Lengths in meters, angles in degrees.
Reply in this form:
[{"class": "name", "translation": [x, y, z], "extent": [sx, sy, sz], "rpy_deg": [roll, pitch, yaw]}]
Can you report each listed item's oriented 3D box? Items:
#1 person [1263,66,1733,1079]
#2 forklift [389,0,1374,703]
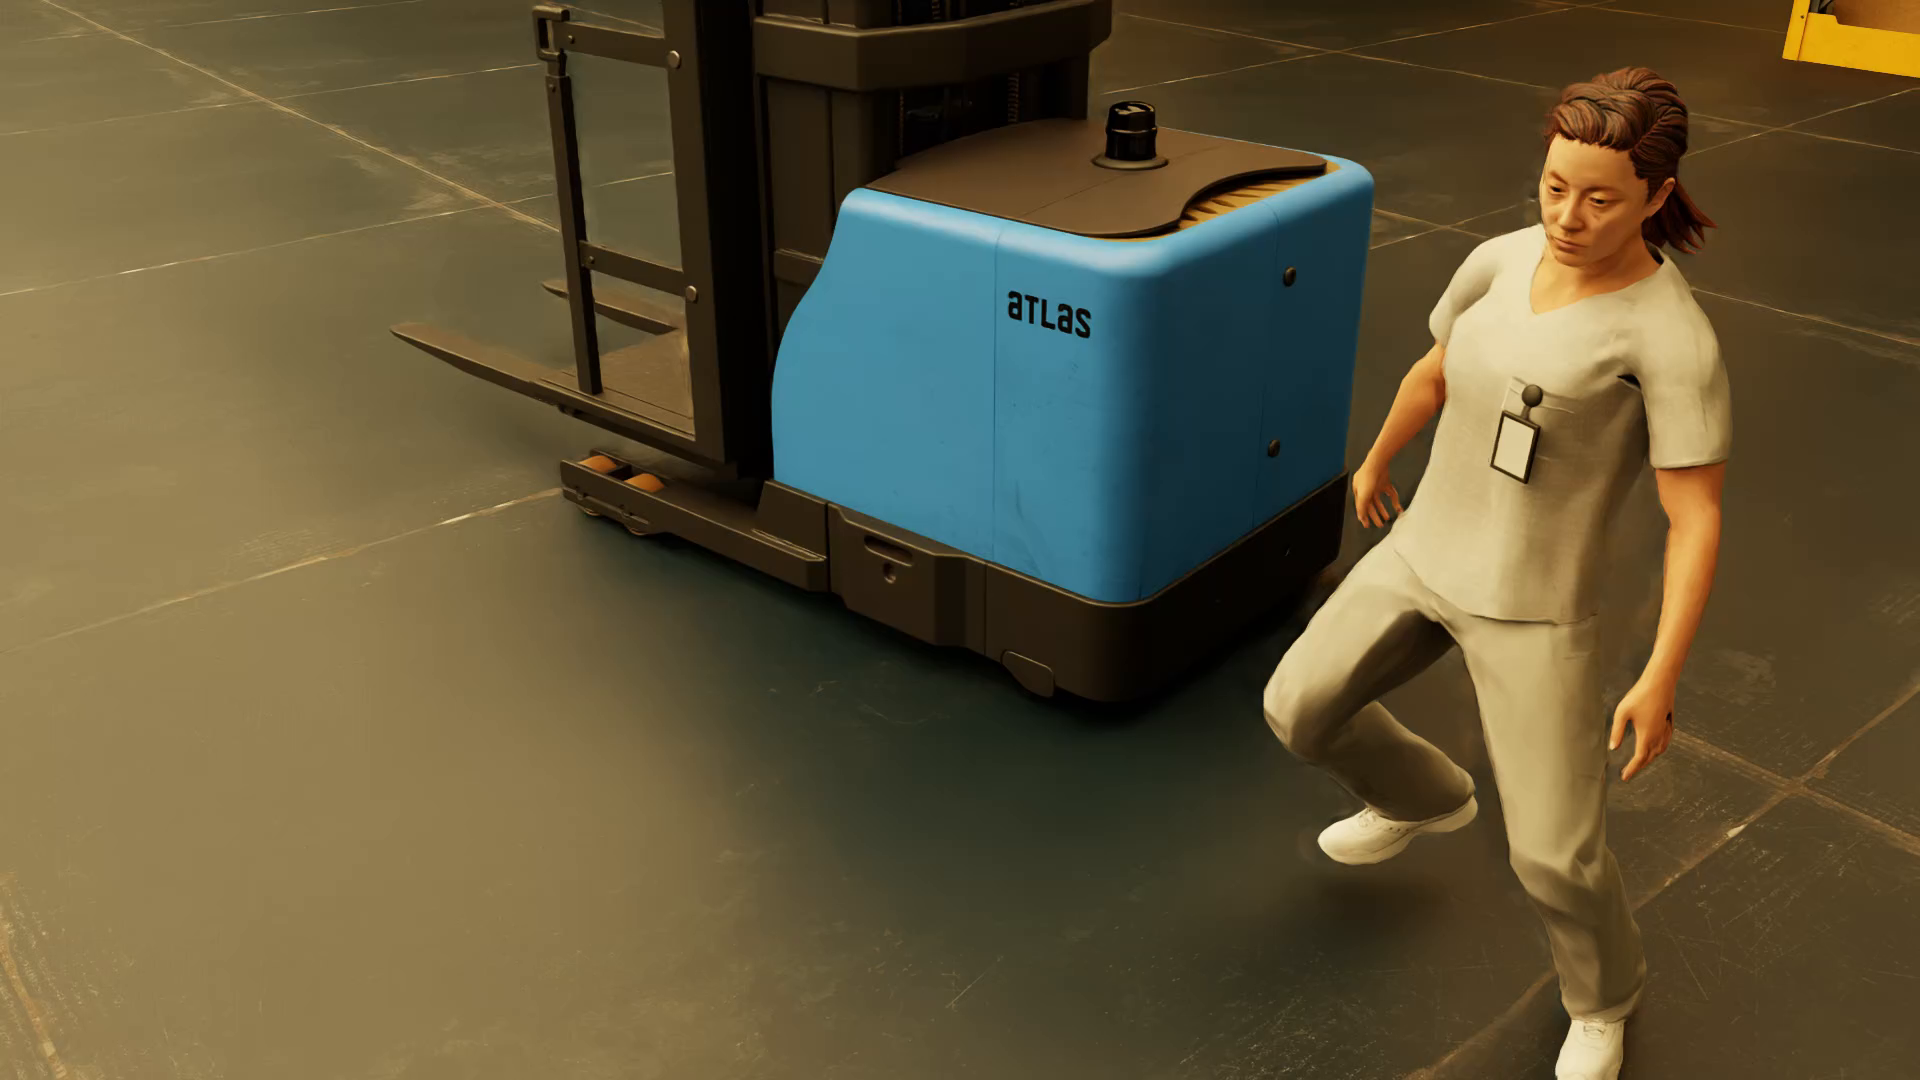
[{"class": "person", "translation": [0.846, 0.050, 2.635], "extent": [0.483, 1.586, 0.798], "rpy_deg": [-13, 29, -24]}, {"class": "forklift", "translation": [-0.478, -1.484, 4.195], "extent": [3.031, 2.935, 1.130], "rpy_deg": [20, 33, 35]}]
